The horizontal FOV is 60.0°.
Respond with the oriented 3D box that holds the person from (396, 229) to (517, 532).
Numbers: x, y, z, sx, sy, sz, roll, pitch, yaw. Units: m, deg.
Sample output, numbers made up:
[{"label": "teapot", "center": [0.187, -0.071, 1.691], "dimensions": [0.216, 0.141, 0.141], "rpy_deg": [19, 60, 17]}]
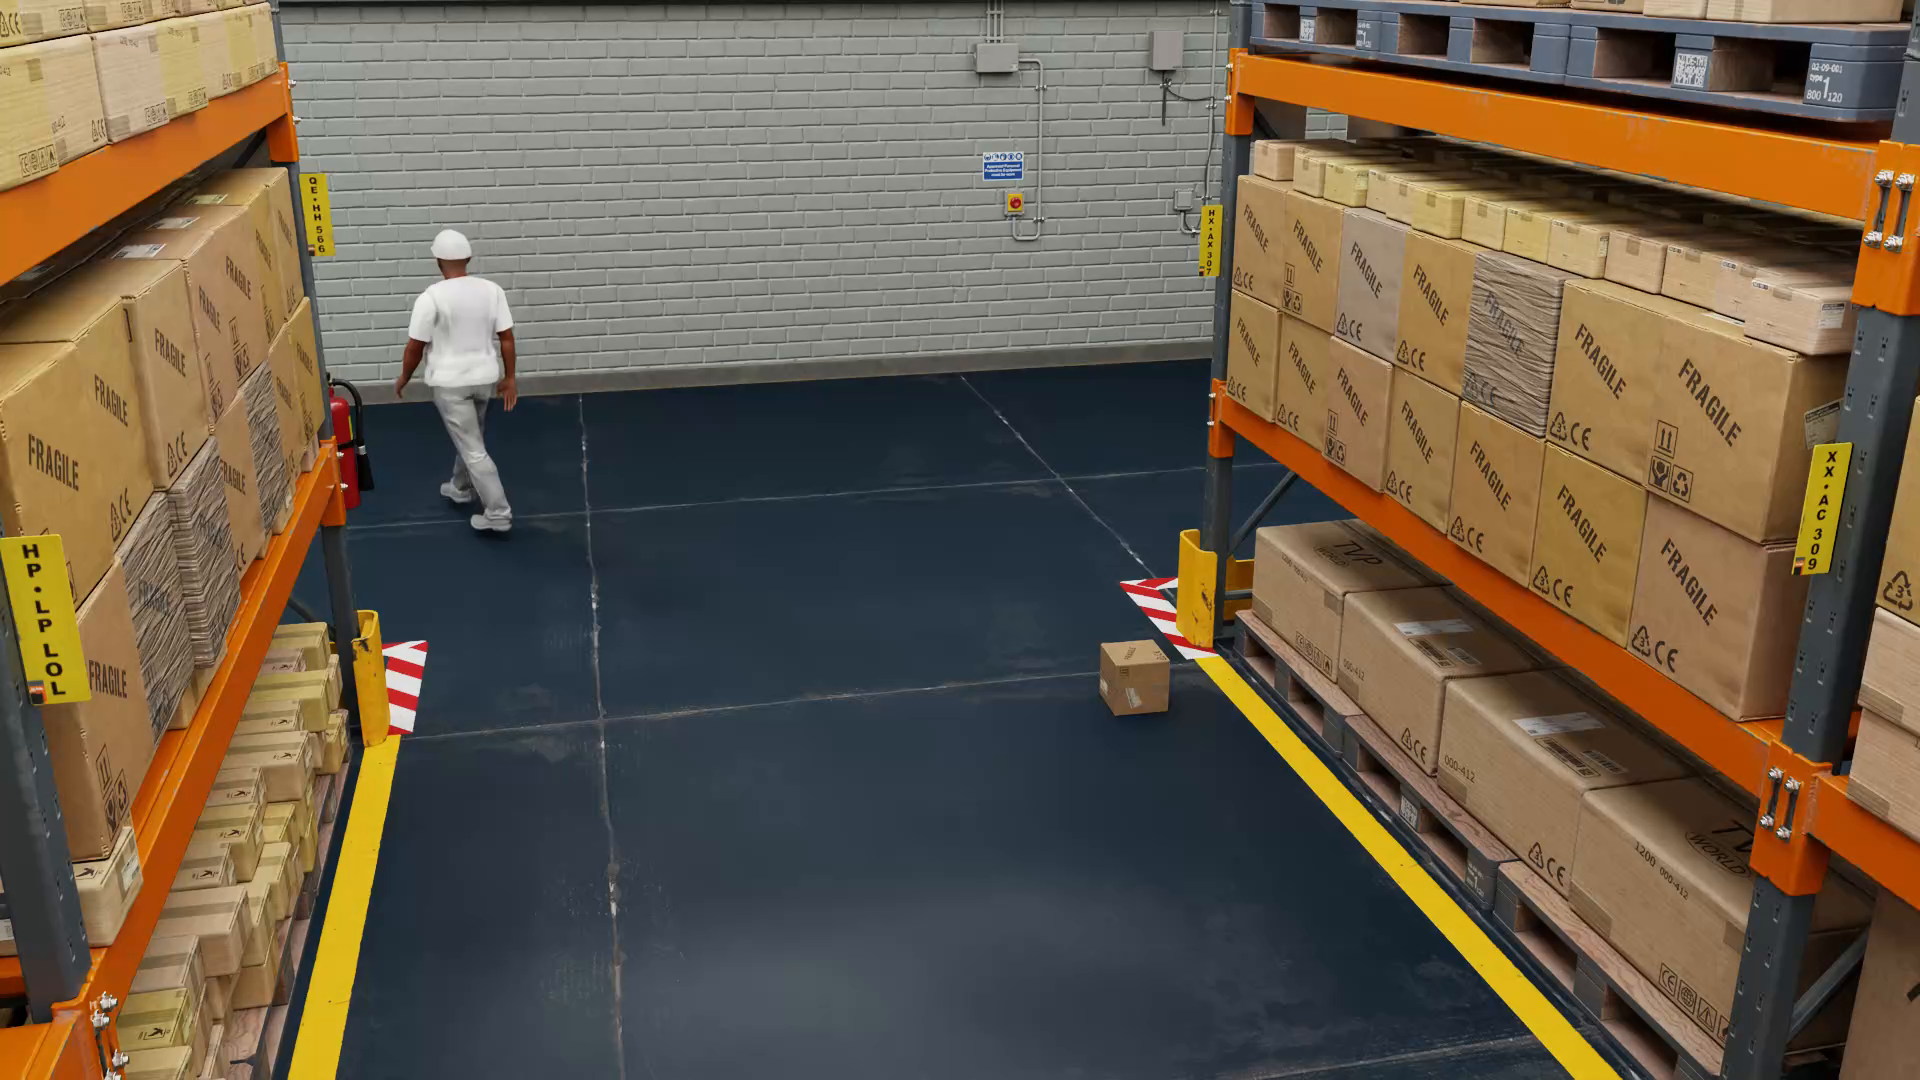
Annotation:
[{"label": "person", "center": [-2.956, -0.957, 9.678], "dimensions": [0.990, 1.712, 0.589], "rpy_deg": [17, 26, 40]}]
